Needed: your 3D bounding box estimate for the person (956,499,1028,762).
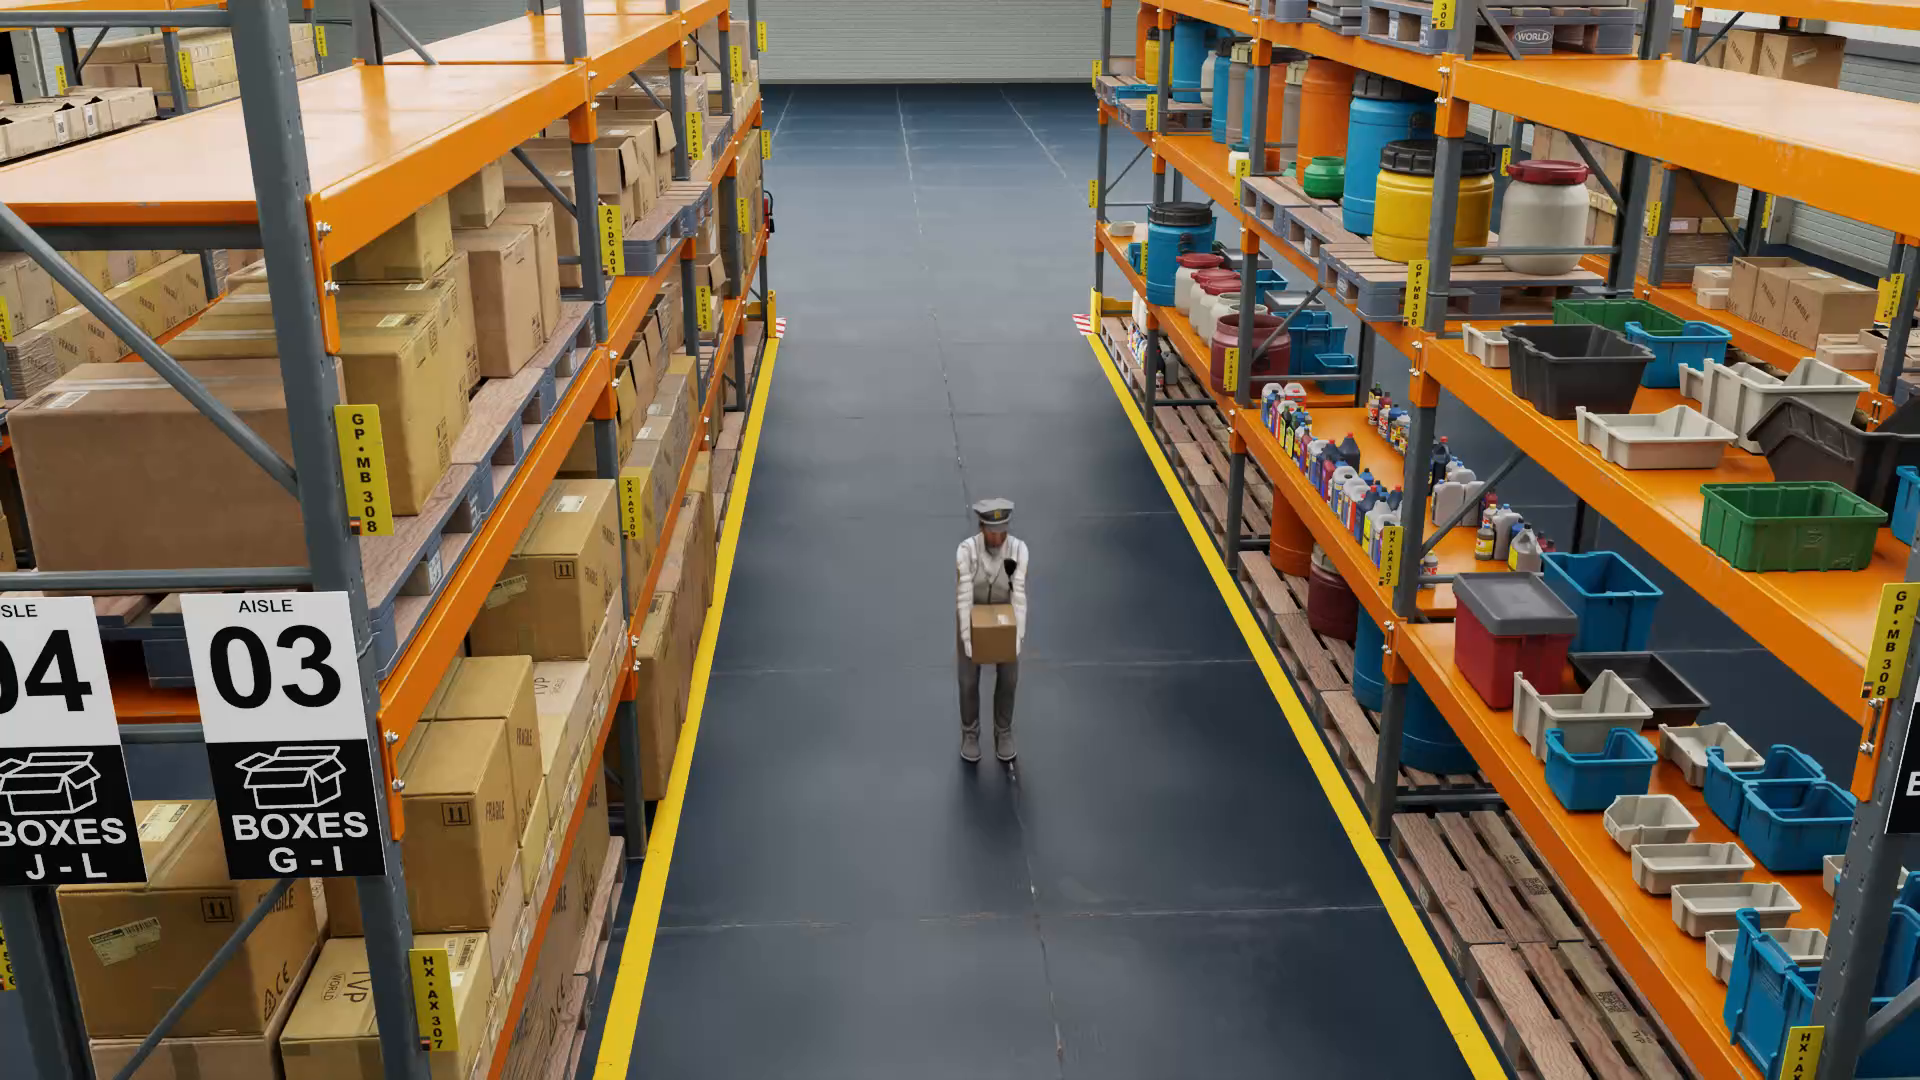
[{"bbox_3d":[0.186,0.521,9.744,0.413,1.632,0.555,-1,21,-4],"label":"person"}]
